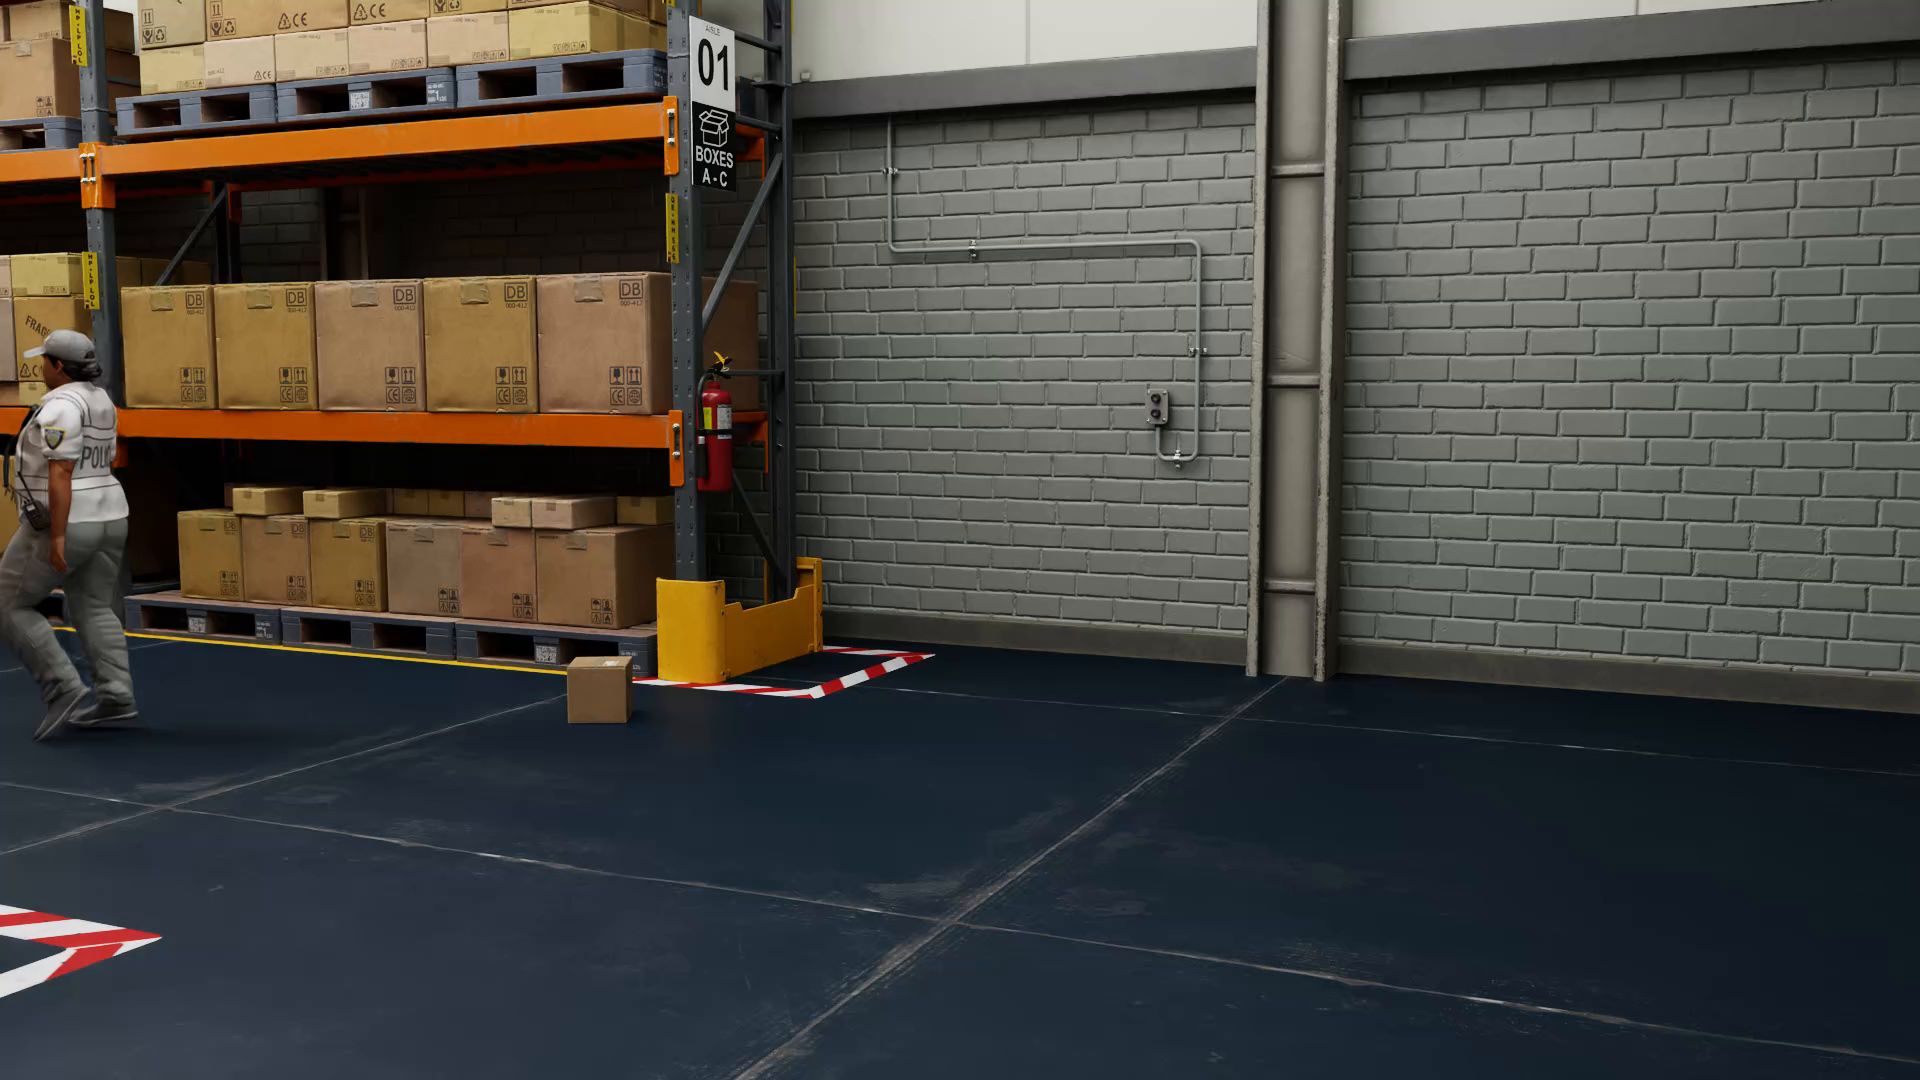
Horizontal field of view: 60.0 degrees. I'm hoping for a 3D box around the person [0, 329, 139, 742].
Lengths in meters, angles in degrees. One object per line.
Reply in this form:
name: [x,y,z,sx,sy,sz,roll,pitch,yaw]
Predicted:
person: [-3.735,-0.019,6.928,0.474,1.707,0.511,0,6,1]
